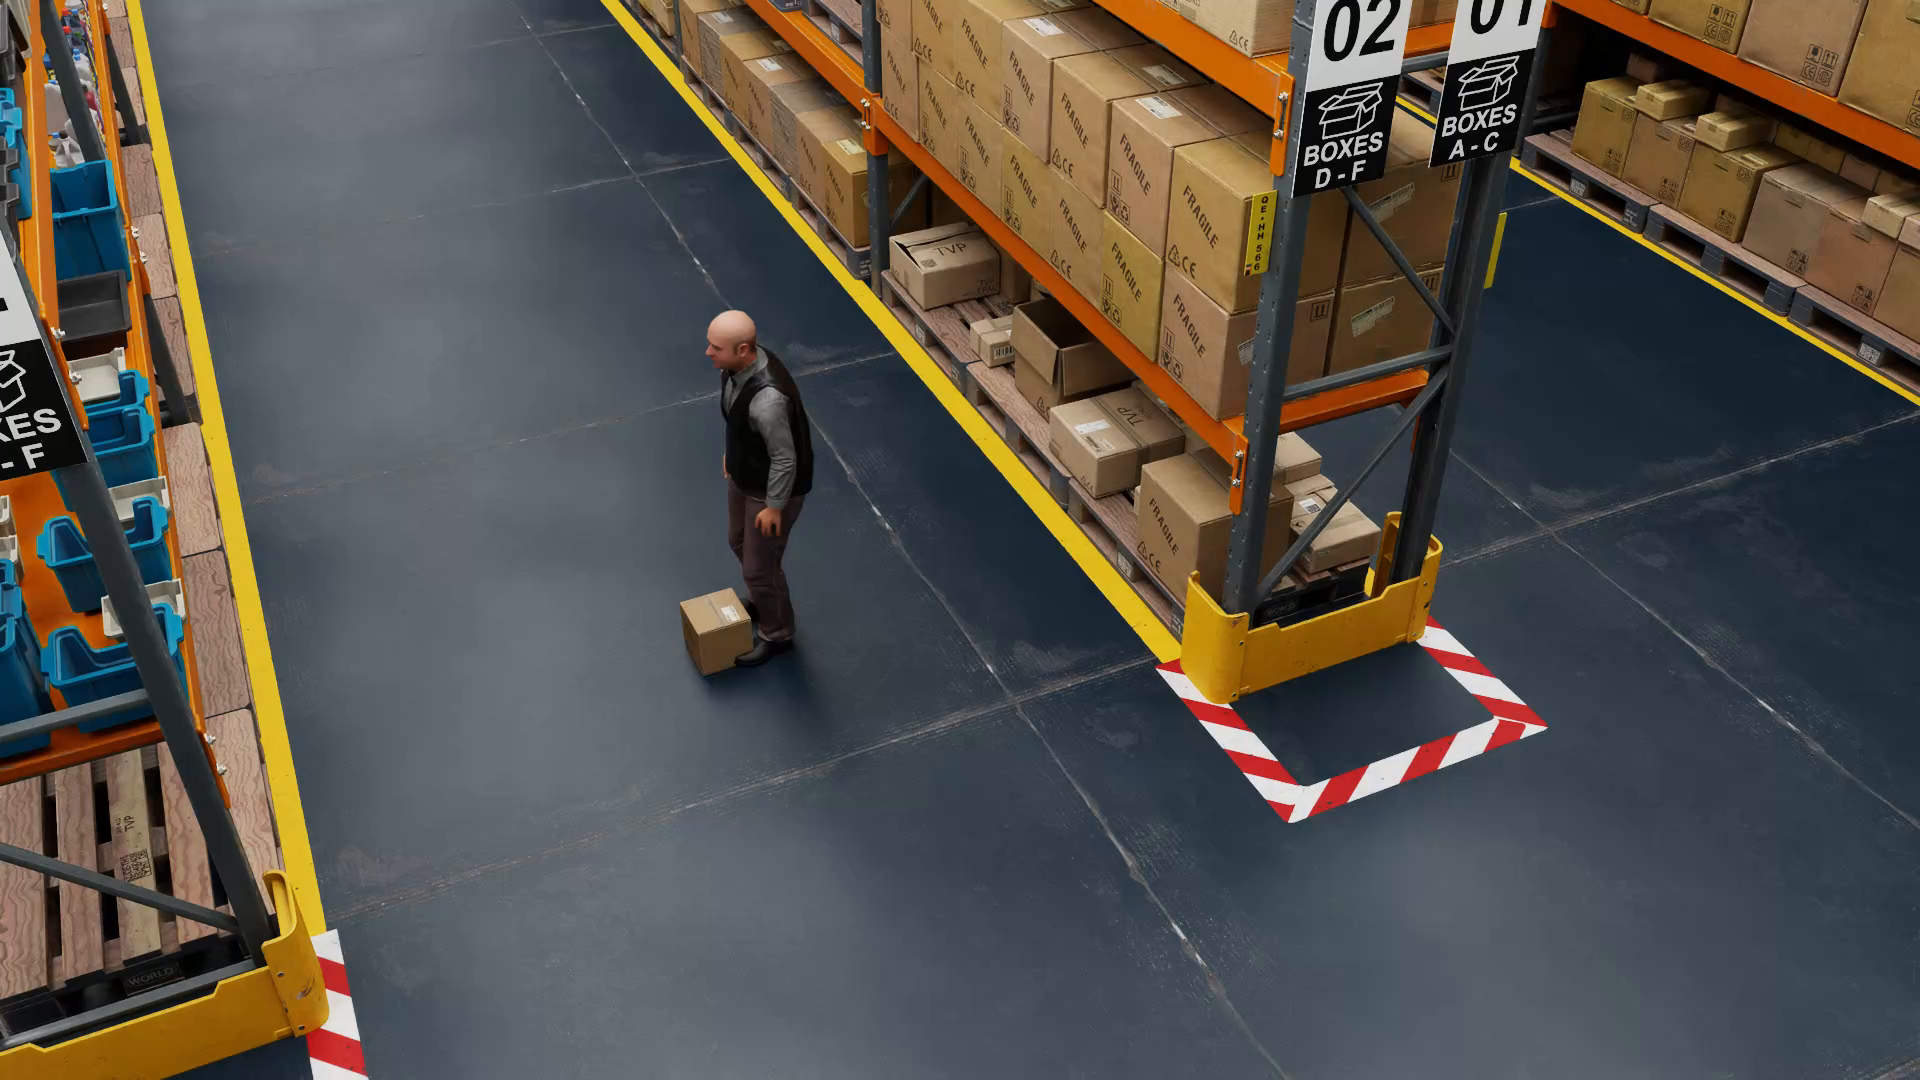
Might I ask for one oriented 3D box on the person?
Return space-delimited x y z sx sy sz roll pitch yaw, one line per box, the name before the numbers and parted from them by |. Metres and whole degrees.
person | -0.872 -0.245 7.201 0.465 1.720 0.580 -16 40 -20
